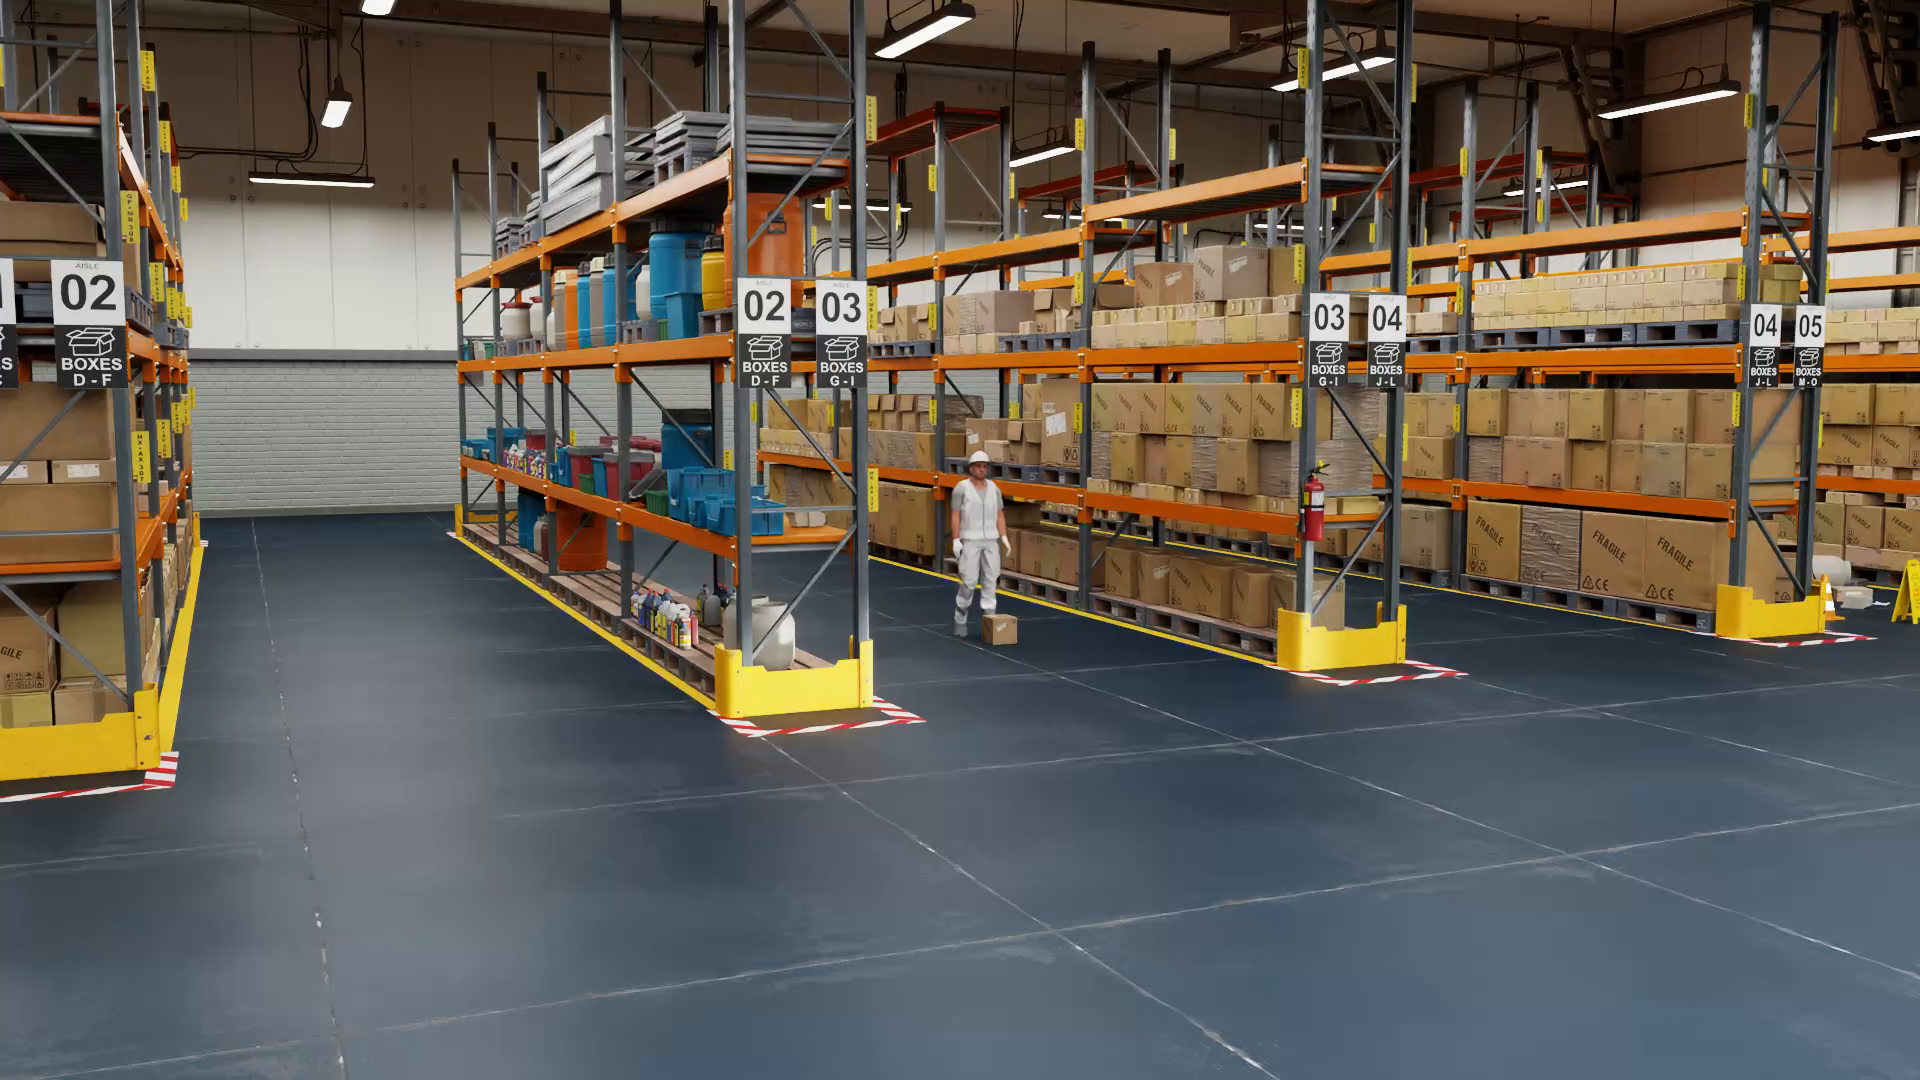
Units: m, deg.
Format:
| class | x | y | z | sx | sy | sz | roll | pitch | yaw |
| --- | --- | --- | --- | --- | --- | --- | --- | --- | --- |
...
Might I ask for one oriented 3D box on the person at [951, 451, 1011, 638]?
| class | x | y | z | sx | sy | sz | roll | pitch | yaw |
| --- | --- | --- | --- | --- | --- | --- | --- | --- | --- |
| person | 0.213 | 0.052 | 16.061 | 0.547 | 1.822 | 0.527 | -2 | 6 | -23 |
